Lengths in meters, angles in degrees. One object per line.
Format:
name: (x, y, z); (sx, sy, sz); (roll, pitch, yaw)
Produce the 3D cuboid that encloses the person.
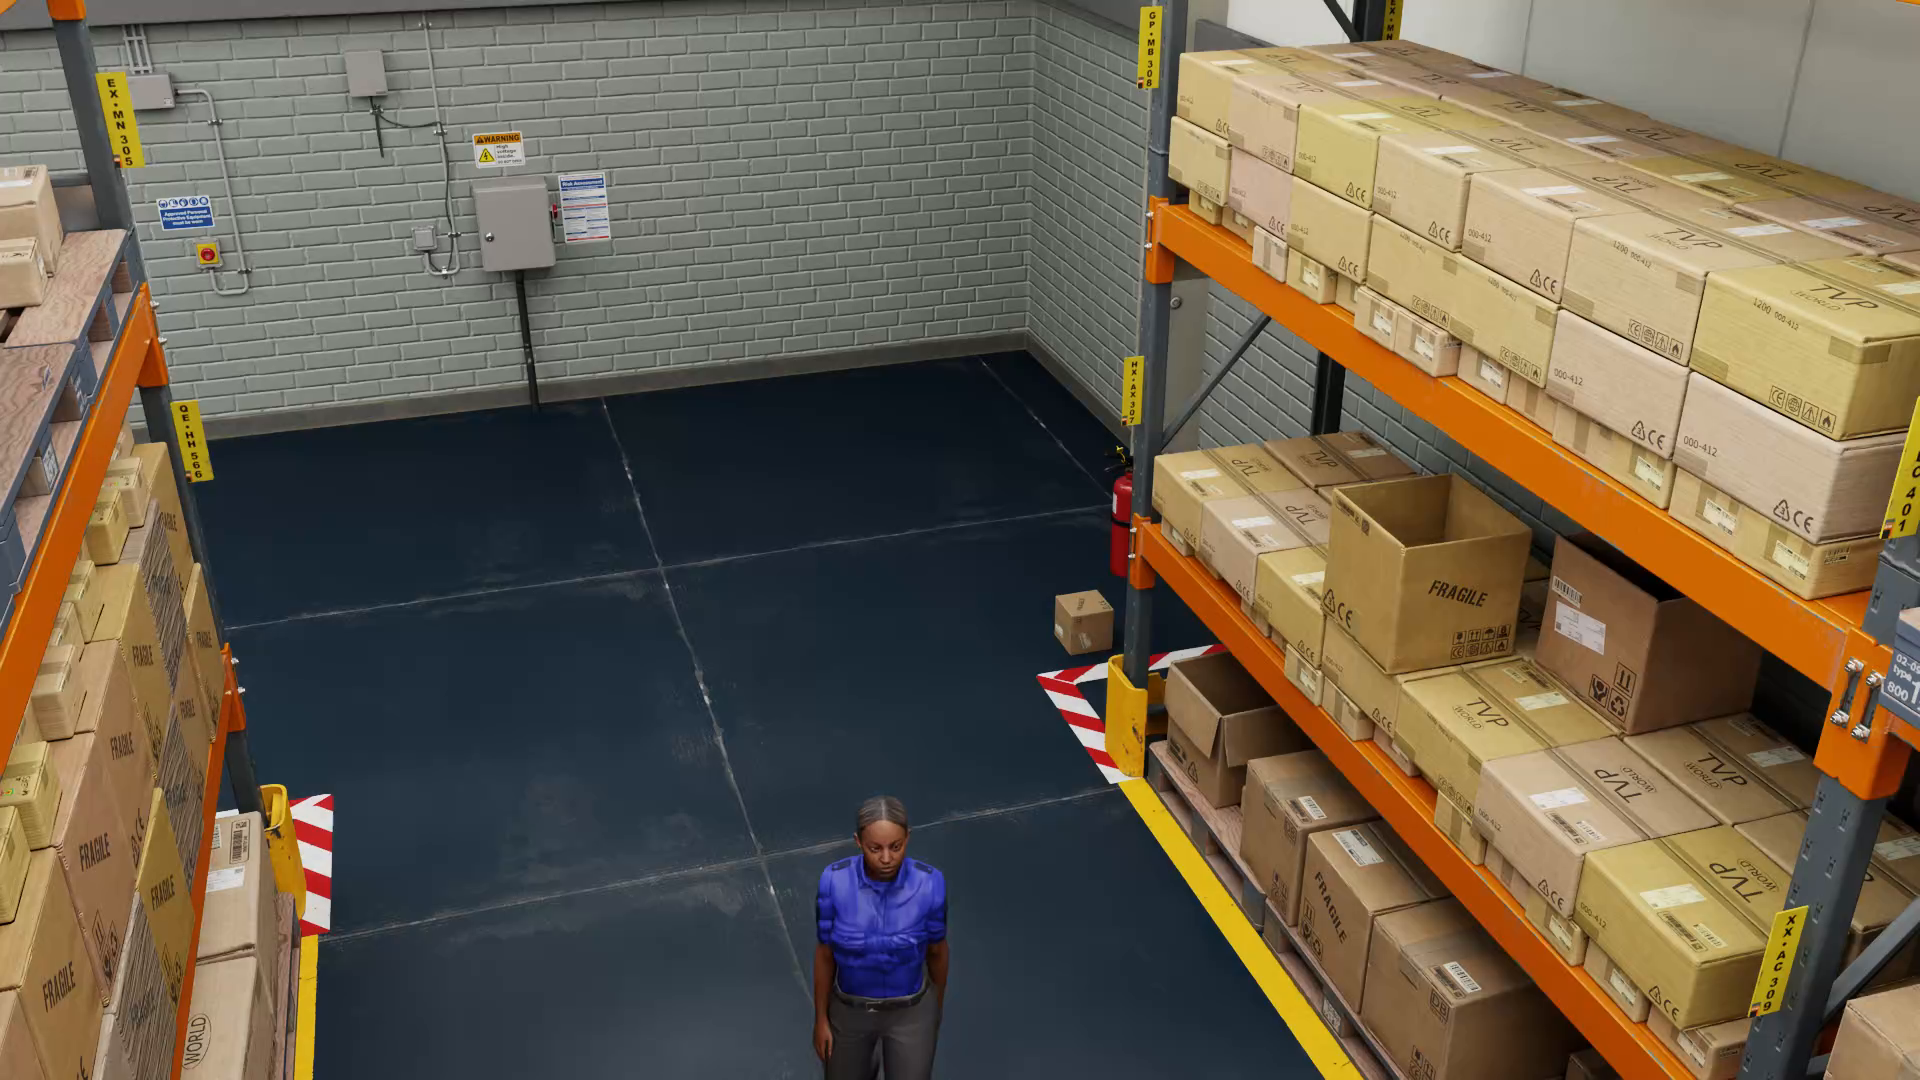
person: (-0.258, 1.530, 5.511); (0.446, 1.629, 0.729); (1, 27, 3)
